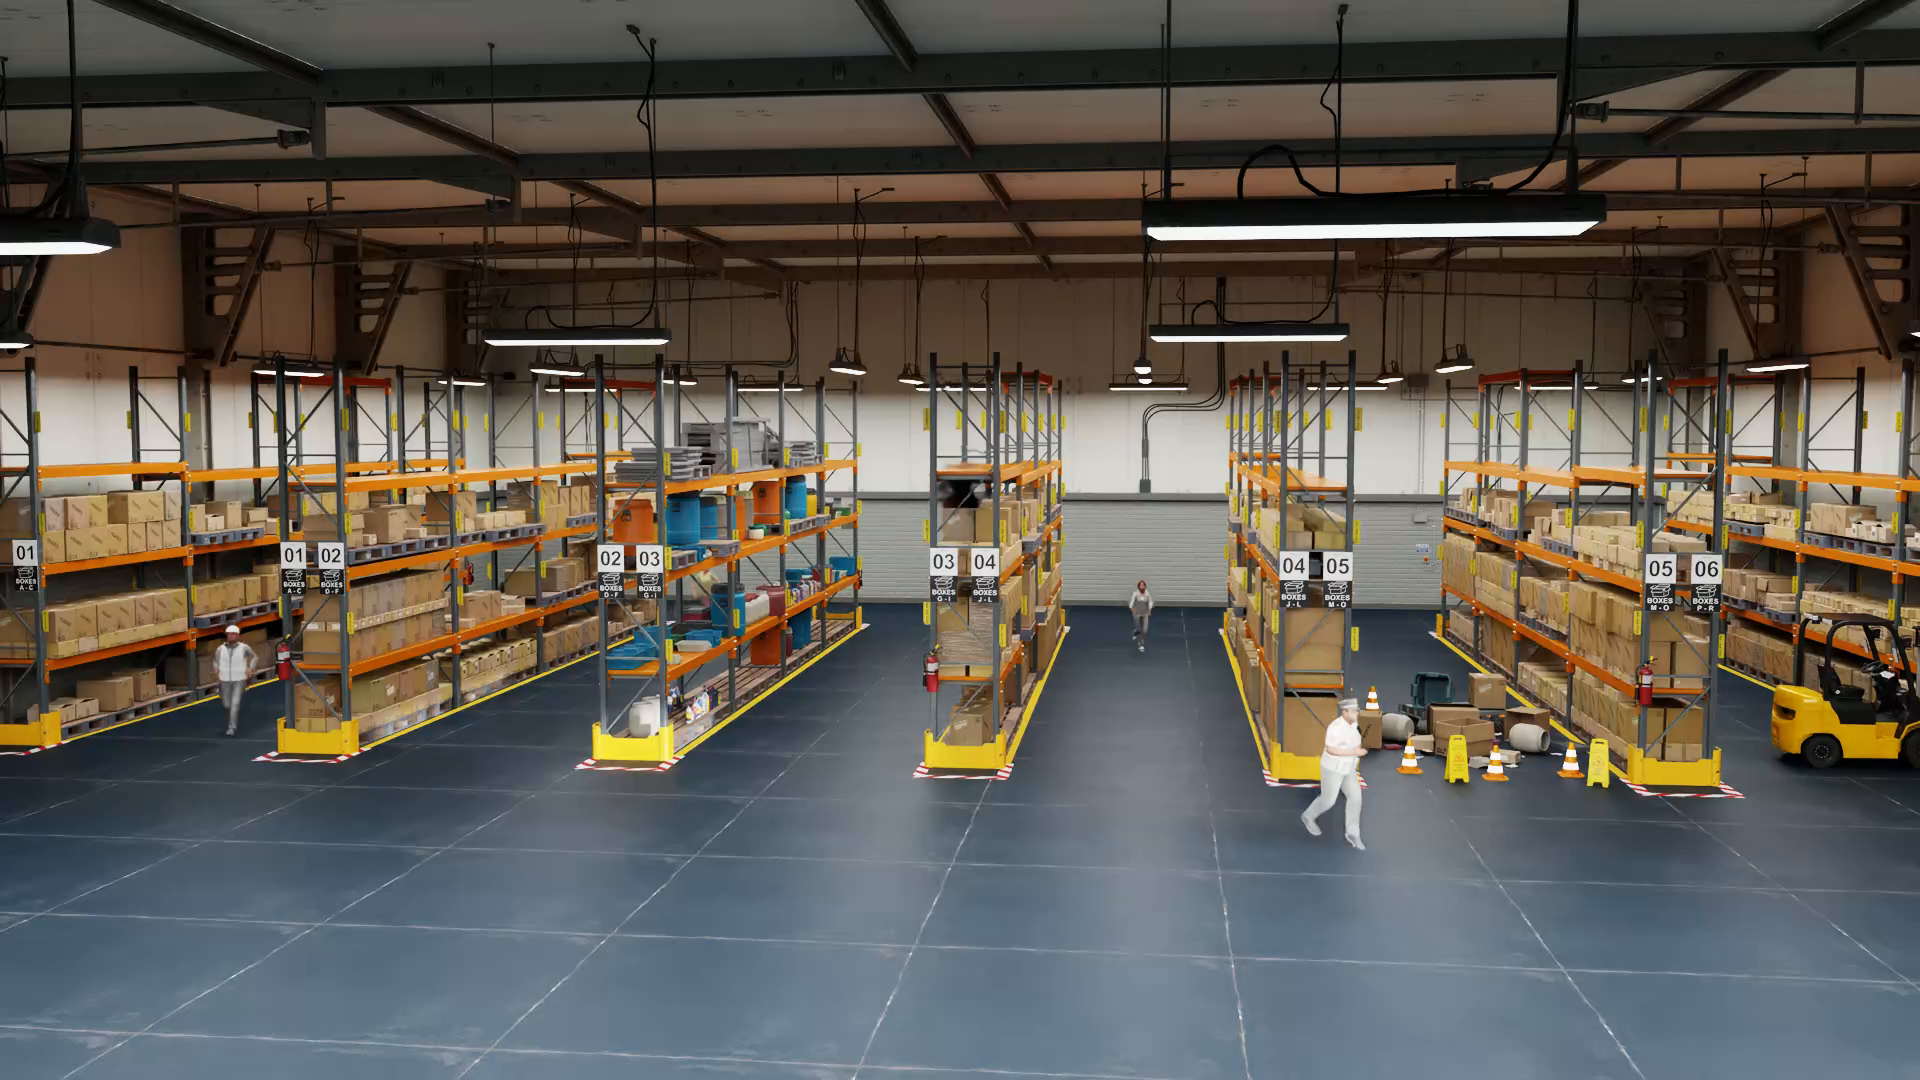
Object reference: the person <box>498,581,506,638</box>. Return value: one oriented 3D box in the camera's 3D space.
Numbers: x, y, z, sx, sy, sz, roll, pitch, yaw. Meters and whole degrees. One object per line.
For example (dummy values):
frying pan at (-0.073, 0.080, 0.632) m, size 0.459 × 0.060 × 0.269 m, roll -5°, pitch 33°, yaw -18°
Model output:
person at (-9.974, 1.555, 36.740) m, size 0.638 × 1.784 × 0.781 m, roll 0°, pitch 4°, yaw 1°

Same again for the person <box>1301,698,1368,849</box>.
person at (4.472, 2.757, 19.773) m, size 0.677 × 1.833 × 0.952 m, roll -4°, pitch 5°, yaw -41°

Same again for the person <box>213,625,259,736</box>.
person at (-11.703, 2.249, 26.800) m, size 0.658 × 1.747 × 0.905 m, roll -1°, pitch 4°, yaw -9°

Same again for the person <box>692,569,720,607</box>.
person at (-6.176, 1.353, 40.422) m, size 0.684 × 1.636 × 0.579 m, roll -1°, pitch 4°, yaw -11°

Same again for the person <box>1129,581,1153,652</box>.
person at (3.966, 1.655, 36.496) m, size 0.522 × 1.554 × 0.598 m, roll 0°, pitch 4°, yaw -5°
